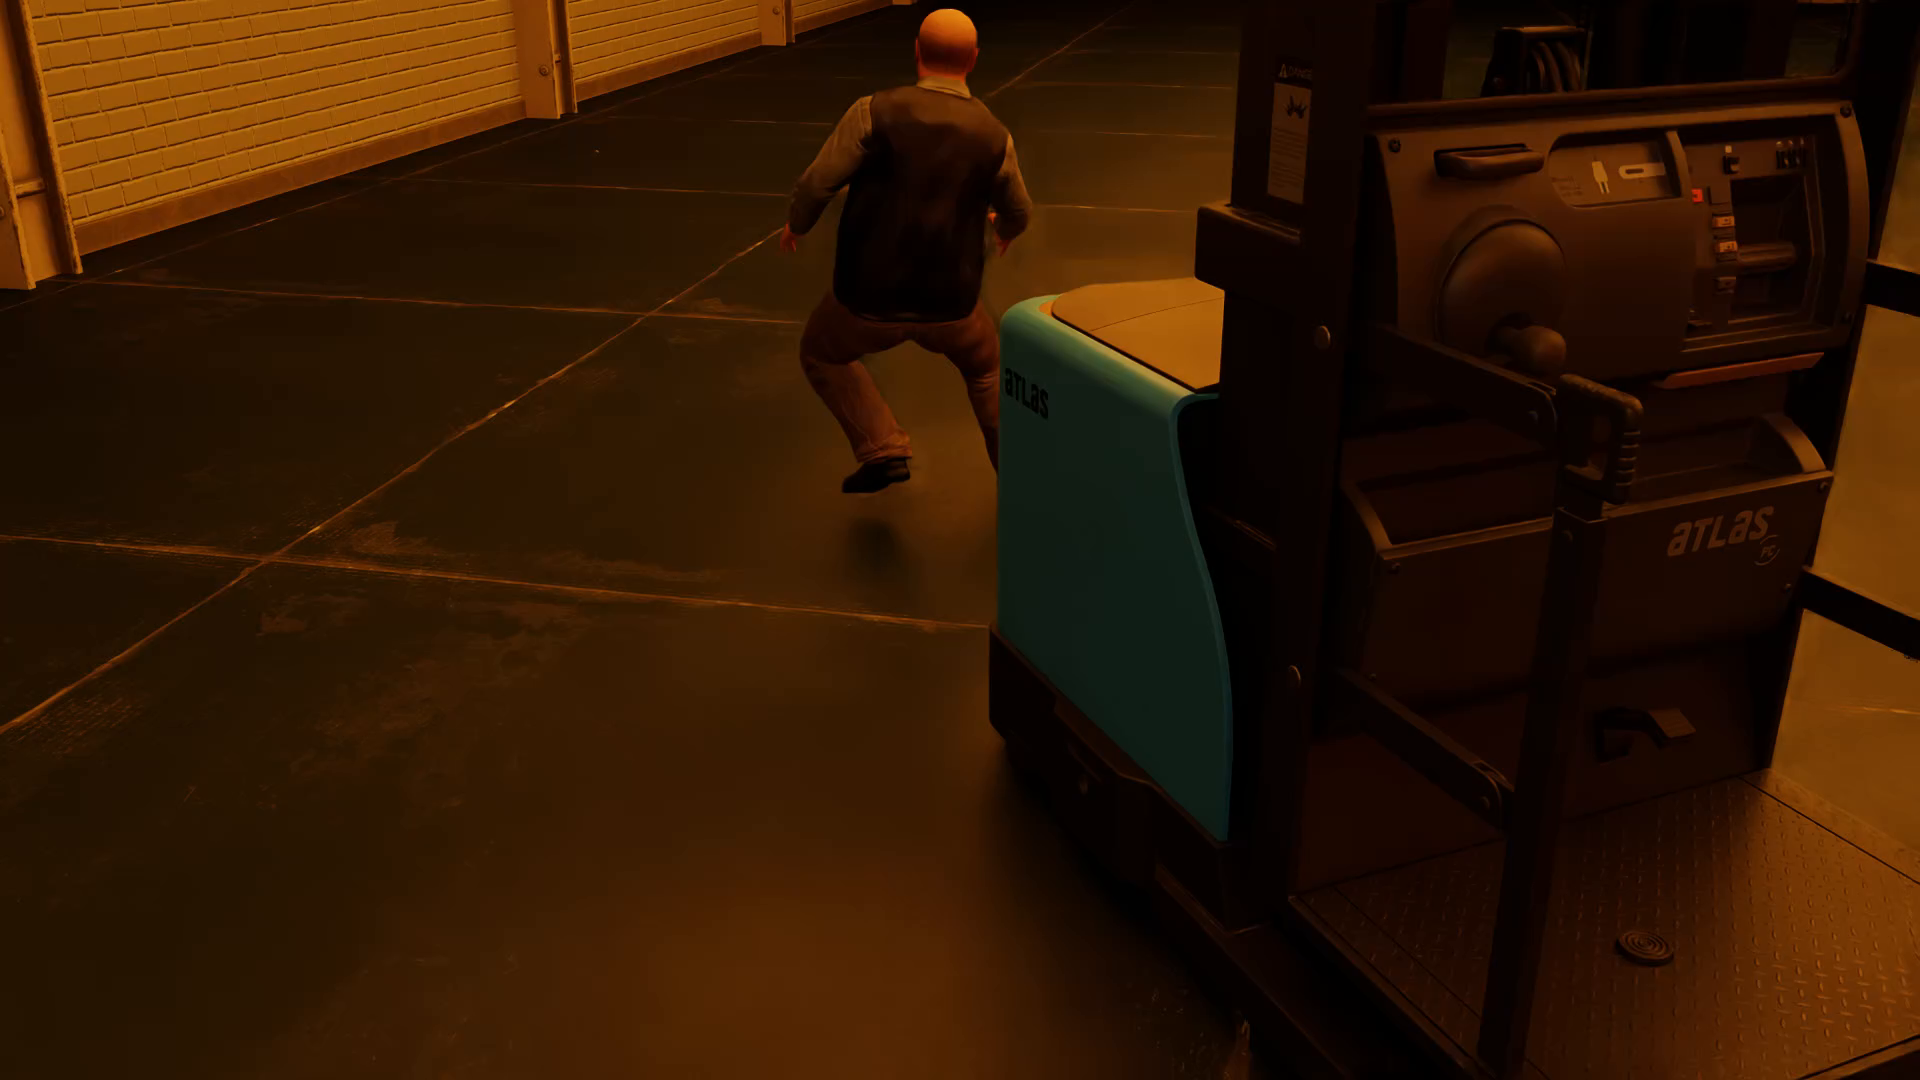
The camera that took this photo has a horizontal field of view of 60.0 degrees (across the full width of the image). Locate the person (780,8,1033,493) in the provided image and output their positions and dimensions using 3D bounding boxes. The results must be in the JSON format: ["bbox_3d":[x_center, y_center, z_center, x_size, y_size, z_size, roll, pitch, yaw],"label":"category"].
[{"bbox_3d":[-0.111,-0.815,5.082,0.847,1.564,0.714,-5,23,-11],"label":"person"}]

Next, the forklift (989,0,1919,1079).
[{"bbox_3d":[1.115,-0.444,2.355,1.130,2.935,3.031,-9,24,-21],"label":"forklift"}]
